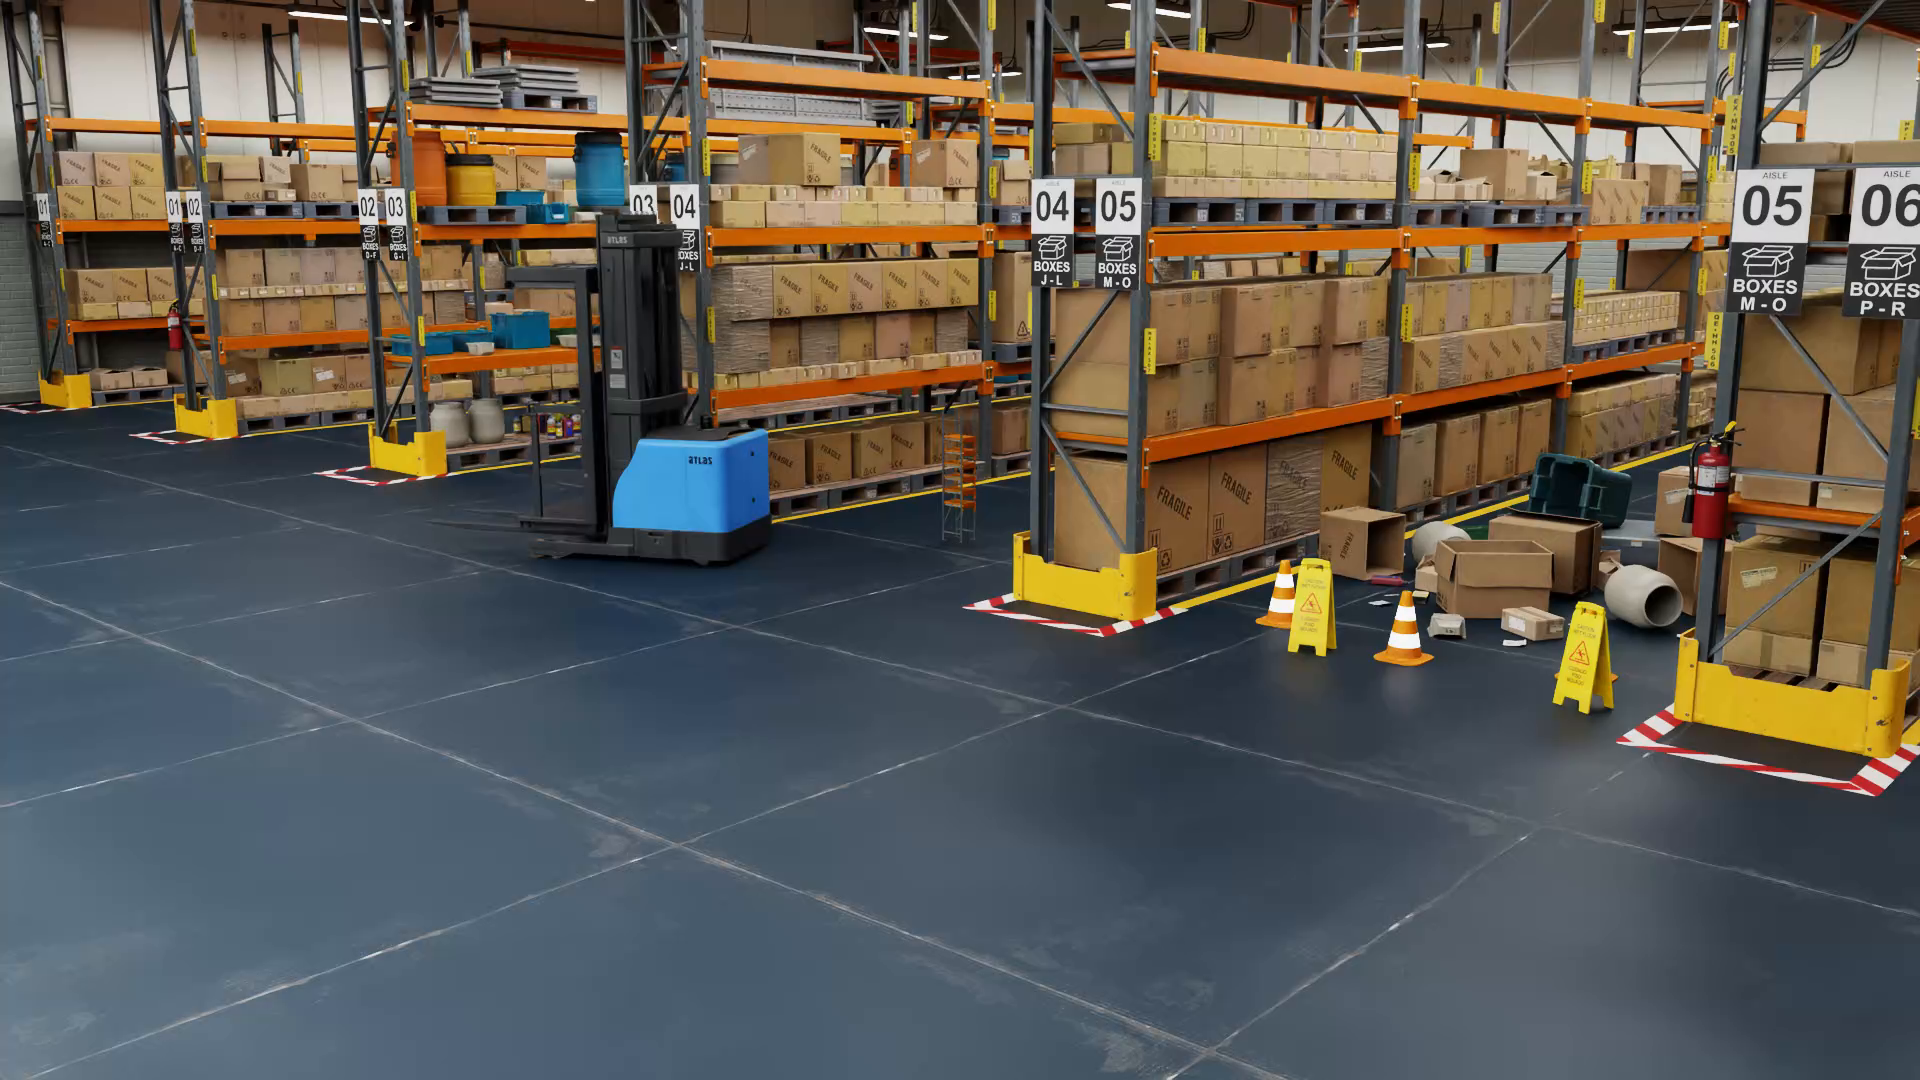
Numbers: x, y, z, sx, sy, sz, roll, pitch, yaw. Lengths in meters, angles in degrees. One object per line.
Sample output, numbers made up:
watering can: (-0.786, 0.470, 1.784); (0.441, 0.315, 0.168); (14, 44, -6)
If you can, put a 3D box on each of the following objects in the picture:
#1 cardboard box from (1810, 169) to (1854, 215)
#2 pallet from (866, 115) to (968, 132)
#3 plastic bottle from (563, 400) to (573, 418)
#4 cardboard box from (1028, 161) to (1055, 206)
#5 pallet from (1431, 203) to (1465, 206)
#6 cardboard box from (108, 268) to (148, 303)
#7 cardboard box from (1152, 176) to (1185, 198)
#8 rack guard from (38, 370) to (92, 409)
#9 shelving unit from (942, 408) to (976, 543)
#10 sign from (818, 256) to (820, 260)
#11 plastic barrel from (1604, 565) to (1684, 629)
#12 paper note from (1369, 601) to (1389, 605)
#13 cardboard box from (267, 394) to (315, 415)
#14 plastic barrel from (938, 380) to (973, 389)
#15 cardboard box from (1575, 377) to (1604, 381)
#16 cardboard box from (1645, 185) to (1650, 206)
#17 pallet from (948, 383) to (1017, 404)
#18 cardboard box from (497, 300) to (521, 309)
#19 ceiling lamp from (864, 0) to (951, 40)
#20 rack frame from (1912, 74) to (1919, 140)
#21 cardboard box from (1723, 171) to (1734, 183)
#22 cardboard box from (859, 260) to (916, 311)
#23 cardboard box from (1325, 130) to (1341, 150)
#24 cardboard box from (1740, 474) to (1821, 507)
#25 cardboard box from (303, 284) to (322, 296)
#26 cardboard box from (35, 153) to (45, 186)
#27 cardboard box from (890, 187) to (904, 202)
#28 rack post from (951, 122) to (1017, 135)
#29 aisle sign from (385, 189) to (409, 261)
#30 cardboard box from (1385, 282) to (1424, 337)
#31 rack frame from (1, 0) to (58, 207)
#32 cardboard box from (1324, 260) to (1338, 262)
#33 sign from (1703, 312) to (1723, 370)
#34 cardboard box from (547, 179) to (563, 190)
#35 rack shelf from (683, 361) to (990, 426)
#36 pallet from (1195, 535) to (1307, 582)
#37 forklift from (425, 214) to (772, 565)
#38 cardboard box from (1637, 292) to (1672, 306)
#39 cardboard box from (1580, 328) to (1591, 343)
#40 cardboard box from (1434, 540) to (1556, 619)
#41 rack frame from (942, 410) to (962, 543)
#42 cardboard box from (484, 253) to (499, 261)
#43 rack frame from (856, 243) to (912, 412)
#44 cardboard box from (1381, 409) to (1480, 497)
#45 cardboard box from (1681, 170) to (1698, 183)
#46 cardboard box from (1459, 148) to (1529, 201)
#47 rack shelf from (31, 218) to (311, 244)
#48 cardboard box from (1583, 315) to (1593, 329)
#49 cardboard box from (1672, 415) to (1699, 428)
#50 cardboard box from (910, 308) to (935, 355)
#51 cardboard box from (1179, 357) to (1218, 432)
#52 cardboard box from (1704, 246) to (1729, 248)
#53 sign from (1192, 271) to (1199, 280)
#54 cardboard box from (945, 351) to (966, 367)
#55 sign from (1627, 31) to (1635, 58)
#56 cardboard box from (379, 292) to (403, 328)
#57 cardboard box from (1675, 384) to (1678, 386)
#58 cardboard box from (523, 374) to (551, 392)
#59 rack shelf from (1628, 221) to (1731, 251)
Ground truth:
cardboard box: (4.878, -2.000, 9.571); (0.500, 0.250, 0.500); (10, 15, 40)
pallet: (-0.642, -6.201, 24.824); (1.213, 0.211, 1.003); (10, 15, 40)
plastic bottle: (-5.031, -1.618, 21.334); (0.144, 0.351, 0.185); (10, 15, 40)
cardboard box: (0.945, -4.139, 19.321); (0.797, 0.503, 0.637); (11, 15, 43)
pallet: (7.378, -5.299, 26.690); (1.003, 0.211, 1.213); (10, 15, 40)
cardboard box: (-12.989, -3.956, 25.816); (0.500, 0.500, 0.500); (10, 15, 41)
cardboard box: (1.425, -2.584, 12.183); (0.380, 0.149, 0.250); (10, 15, 41)
rack guard: (-13.814, -2.335, 25.663); (1.175, 0.500, 0.348); (10, 15, 40)
shelving unit: (-0.010, -0.586, 15.122); (0.258, 1.200, 0.189); (10, 15, 40)
sign: (-2.632, -5.168, 31.259); (0.100, 0.325, 0.005); (10, 15, 40)
plastic barrel: (4.969, 0.417, 12.082); (0.421, 0.421, 0.512); (-2, 11, -9)
paper note: (3.241, 0.480, 12.774); (0.142, 0.017, 0.144); (-6, 13, -28)
cardboard box: (-9.292, -1.891, 23.008); (0.500, 0.250, 0.500); (10, 15, 40)
plastic barrel: (-0.085, -2.709, 26.240); (0.600, 0.588, 0.708); (10, 15, 40)
cardboard box: (7.503, -1.858, 20.287); (0.500, 0.250, 0.500); (11, 15, 42)
cardboard box: (8.140, -4.268, 20.459); (0.500, 0.311, 0.500); (9, 15, 40)
pallet: (0.153, -2.378, 26.617); (1.003, 0.211, 1.213); (10, 15, 40)
cardboard box: (-7.057, -3.585, 25.884); (0.396, 0.266, 0.258); (9, 15, 39)
ceiling lamp: (-0.743, -10.007, 27.472); (0.800, 3.185, 2.000); (10, 15, 40)
rack frame: (7.383, -3.877, 11.687); (1.000, 3.000, 0.127); (10, 15, 40)
cardboard box: (9.786, -4.699, 21.550); (0.380, 0.149, 0.250); (9, 15, 39)
cardboard box: (-0.811, -2.653, 17.306); (0.500, 0.500, 0.500); (10, 15, 40)
cardboard box: (2.928, -3.310, 13.783); (0.380, 0.149, 0.250); (10, 15, 41)
cardboard box: (4.829, -0.306, 9.766); (0.380, 0.149, 0.250); (10, 15, 42)
cardboard box: (-9.039, -3.459, 22.996); (0.380, 0.149, 0.250); (9, 14, 38)
cardboard box: (-13.776, -5.667, 25.446); (0.500, 0.500, 0.500); (11, 15, 43)
cardboard box: (-0.793, -3.576, 17.204); (0.380, 0.149, 0.250); (11, 15, 42)
rack post: (0.259, -6.416, 25.677); (0.954, 0.300, 0.937); (-10, 15, -41)
aisle sign: (-6.249, -3.495, 18.452); (0.394, 0.787, 0.004); (10, 15, 40)
cardboard box: (3.921, -2.174, 15.666); (0.700, 0.500, 0.500); (9, 15, 39)
rack frame: (-13.864, -6.491, 24.775); (1.000, 3.000, 0.127); (10, 15, 40)
cardboard box: (5.656, -4.009, 25.373); (0.500, 0.500, 0.500); (10, 15, 41)
sign: (4.339, -1.144, 9.558); (0.100, 0.325, 0.005); (10, 15, 40)
cardboard box: (-7.996, -6.626, 31.727); (0.700, 0.500, 0.500); (9, 14, 37)
rack shelf: (-1.381, -1.570, 17.287); (1.077, 0.370, 4.000); (10, 15, 40)
pallet: (2.232, 0.089, 14.265); (1.003, 0.211, 1.213); (10, 15, 40)
forklift: (-3.259, -1.365, 14.600); (3.031, 2.935, 1.130); (3, 12, 16)
cardboard box: (8.584, -2.988, 20.602); (0.380, 0.149, 0.250); (9, 15, 39)
cardboard box: (6.863, -2.311, 18.731); (0.380, 0.149, 0.250); (11, 16, 43)
cardboard box: (4.000, 0.292, 12.505); (0.797, 0.503, 0.637); (0, 11, 1)
rack frame: (-0.070, -0.573, 15.054); (0.240, 1.200, 0.006); (10, 15, 40)
cardboard box: (-8.788, -5.255, 30.865); (0.380, 0.149, 0.250); (7, 14, 33)
rack frame: (-1.141, -3.445, 24.842); (1.000, 3.000, 0.127); (10, 15, 40)
cardboard box: (4.580, -0.908, 16.807); (1.050, 0.750, 0.750); (10, 15, 40)
cardboard box: (9.253, -4.587, 20.988); (0.380, 0.149, 0.250); (9, 15, 39)
cardboard box: (5.301, -3.632, 16.534); (0.500, 0.500, 0.500); (10, 15, 40)
rack shelf: (-12.544, -4.962, 26.612); (1.077, 0.370, 4.000); (10, 15, 40)
cardboard box: (6.886, -2.463, 18.732); (0.380, 0.149, 0.250); (11, 16, 43)
cardboard box: (9.361, -1.557, 21.596); (0.380, 0.149, 0.250); (9, 14, 38)
cardboard box: (-0.761, -2.284, 18.013); (0.875, 0.500, 0.500); (10, 15, 40)
cardboard box: (1.515, -1.190, 13.165); (0.875, 0.550, 0.550); (10, 15, 40)
cardboard box: (10.695, -3.904, 23.572); (0.500, 0.500, 0.500); (10, 15, 42)
sign: (2.993, -3.265, 21.186); (0.100, 0.325, 0.005); (10, 15, 40)
cardboard box: (-0.154, -1.988, 18.187); (0.380, 0.149, 0.250); (10, 15, 40)
sign: (8.483, -6.249, 20.975); (0.100, 0.325, 0.005); (10, 15, 40)
cardboard box: (-8.465, -3.329, 24.004); (0.700, 0.500, 0.500); (10, 15, 41)
cardboard box: (9.446, -2.031, 22.450); (0.380, 0.149, 0.250); (10, 15, 42)
cardboard box: (-6.709, -2.458, 25.845); (0.500, 0.250, 0.500); (10, 15, 42)
rack shelf: (10.199, -4.150, 22.547); (1.077, 0.370, 4.000); (10, 15, 40)
